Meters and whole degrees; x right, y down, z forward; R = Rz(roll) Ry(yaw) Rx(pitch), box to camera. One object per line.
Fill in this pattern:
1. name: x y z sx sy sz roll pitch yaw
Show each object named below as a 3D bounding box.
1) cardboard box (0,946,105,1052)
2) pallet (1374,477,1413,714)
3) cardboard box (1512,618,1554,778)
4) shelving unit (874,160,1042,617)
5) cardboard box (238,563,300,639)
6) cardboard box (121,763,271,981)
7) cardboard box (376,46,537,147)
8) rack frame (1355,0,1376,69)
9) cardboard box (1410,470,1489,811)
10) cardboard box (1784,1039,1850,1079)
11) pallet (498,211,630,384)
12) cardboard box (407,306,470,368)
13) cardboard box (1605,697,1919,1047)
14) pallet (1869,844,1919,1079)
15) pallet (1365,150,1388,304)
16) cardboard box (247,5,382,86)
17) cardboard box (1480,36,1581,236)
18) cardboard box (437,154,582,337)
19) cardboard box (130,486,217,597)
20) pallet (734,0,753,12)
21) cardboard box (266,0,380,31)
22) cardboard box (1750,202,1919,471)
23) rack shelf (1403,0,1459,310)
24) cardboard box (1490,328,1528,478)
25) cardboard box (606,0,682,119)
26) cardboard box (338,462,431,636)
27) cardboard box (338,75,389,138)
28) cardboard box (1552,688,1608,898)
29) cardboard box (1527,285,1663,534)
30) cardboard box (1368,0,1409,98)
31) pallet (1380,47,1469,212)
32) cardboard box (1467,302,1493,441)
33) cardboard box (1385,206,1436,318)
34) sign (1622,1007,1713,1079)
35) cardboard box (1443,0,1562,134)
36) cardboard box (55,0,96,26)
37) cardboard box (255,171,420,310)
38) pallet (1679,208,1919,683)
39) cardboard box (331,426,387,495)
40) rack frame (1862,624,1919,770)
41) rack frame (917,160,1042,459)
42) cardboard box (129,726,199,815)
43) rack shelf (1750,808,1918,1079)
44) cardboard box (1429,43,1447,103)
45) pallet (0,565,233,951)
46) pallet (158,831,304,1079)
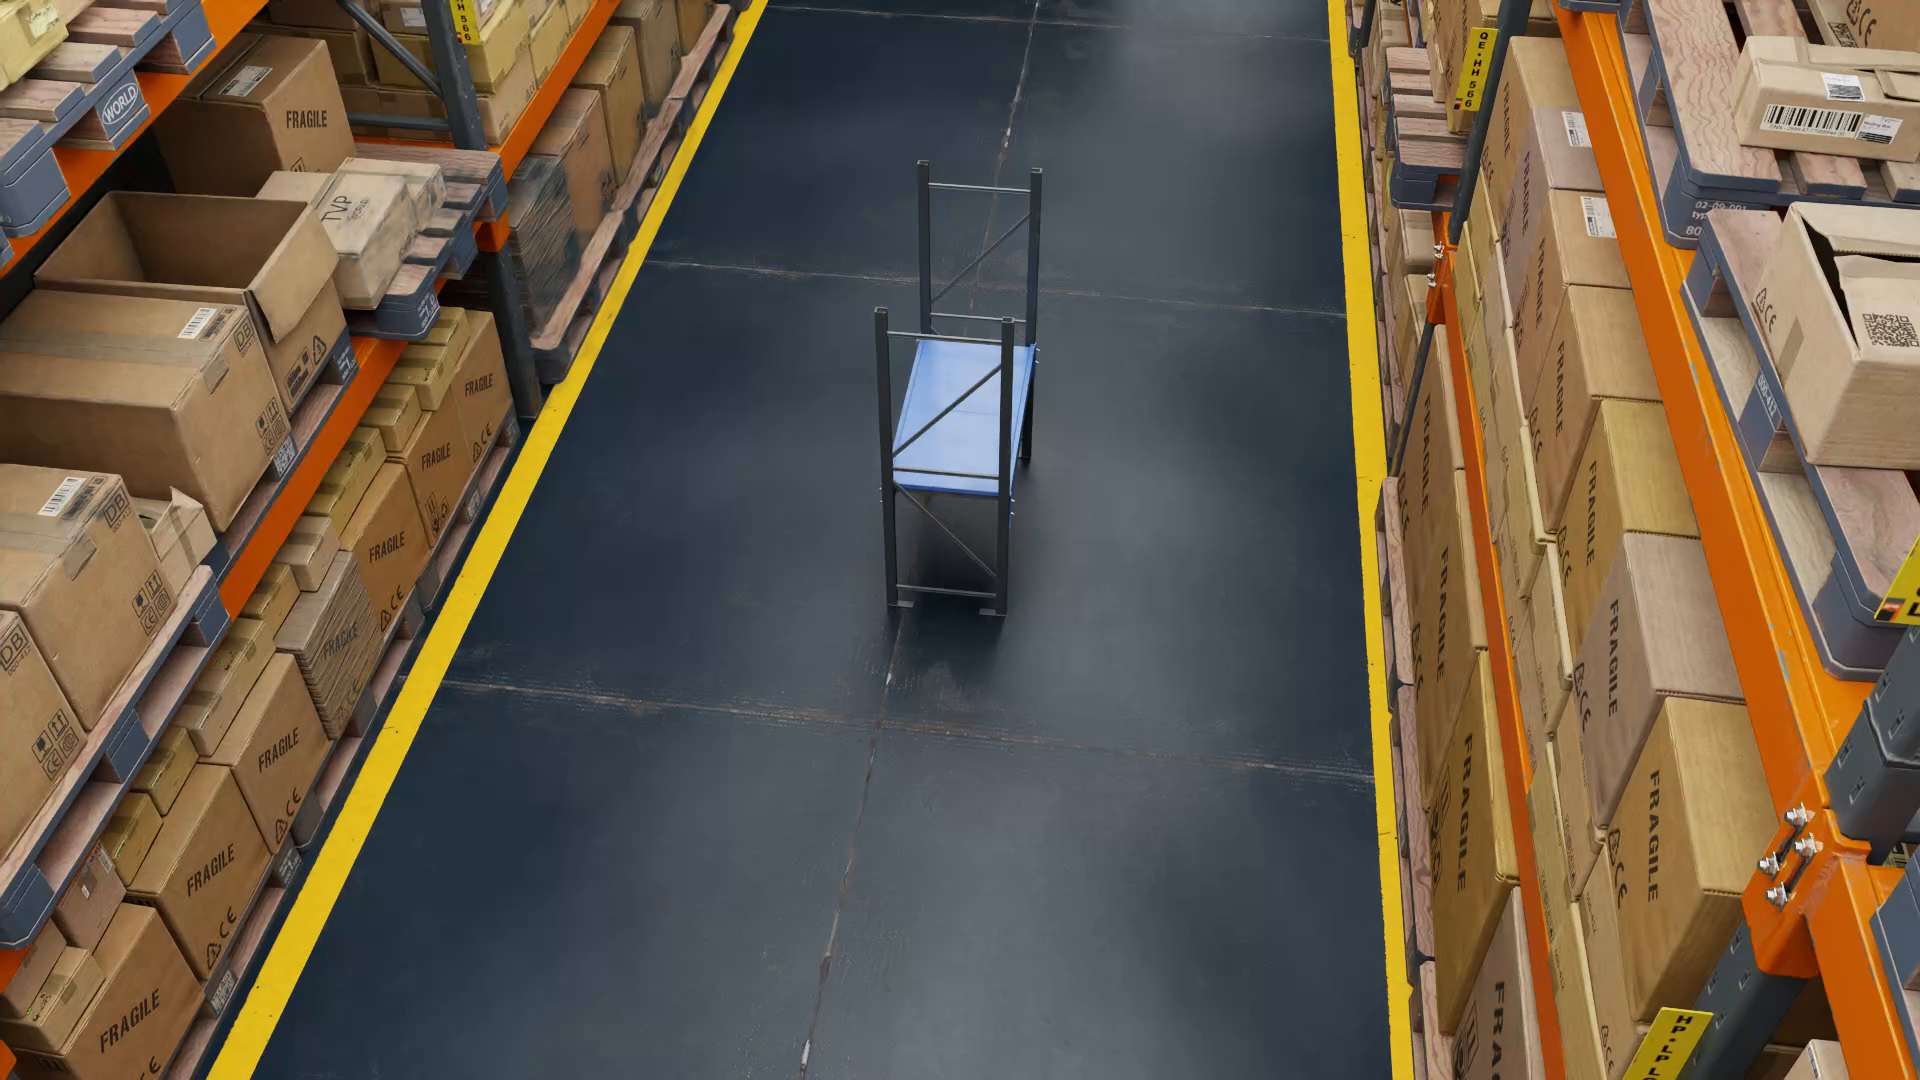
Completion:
1. cardboard box: -2.704 1.286 4.751 0.380 0.149 0.250 7 44 7
2. pallet: 2.255 0.252 6.830 1.003 0.211 1.213 5 44 6
3. cardboard box: 1.869 0.472 4.679 0.500 0.250 0.500 4 44 4
4. shelving unit: 0.011 -0.603 6.796 0.538 1.500 1.048 5 44 6
5. cardboard box: -2.587 0.204 5.894 0.380 0.149 0.250 5 44 6
6. cardboard box: -2.667 1.069 5.452 0.500 0.500 0.500 5 44 5
7. cardboard box: -2.185 -1.965 7.253 0.500 0.250 0.500 5 44 6
8. rack frame: 2.963 -4.017 9.311 1.000 3.000 0.127 5 44 6
9. cardboard box: 2.139 0.399 5.887 0.875 0.875 0.875 6 44 6
10. cardboard box: 1.607 0.992 2.749 0.380 0.149 0.250 5 44 5
11. pallet: -2.339 -1.284 8.453 1.003 0.211 1.213 5 44 6
12. cardboard box: -2.300 -0.860 7.018 0.380 0.149 0.250 3 44 3
13. cardboard box: 1.716 0.709 3.520 0.500 0.500 0.500 7 44 7
14. pallet: 1.787 0.935 1.964 1.003 0.211 1.213 5 44 6
15. pallet: 2.703 -1.640 8.828 1.003 0.211 1.213 5 44 6
16. cardboard box: -2.702 -2.198 7.135 0.500 0.250 0.500 6 44 6
17. cardboard box: 2.127 -1.376 5.722 0.500 0.500 0.500 4 44 4
18. cardboard box: -2.390 -1.453 8.025 0.875 0.625 0.625 7 44 7
19. cardboard box: -2.451 -0.029 4.891 0.396 0.266 0.258 7 44 8
20. pallet: -1.811 -3.991 11.311 1.003 0.211 1.213 5 44 6
21. cardboard box: -2.644 -2.251 6.901 0.380 0.149 0.250 7 44 7
22. cardboard box: 1.814 -0.394 3.062 0.500 0.311 0.500 5 44 6
23. rack shelf: 2.699 -2.393 8.118 1.077 0.370 4.000 5 44 6
24. cardboard box: 1.975 -0.404 5.241 0.500 0.250 0.500 5 44 5
25. cardboard box: -2.126 -2.871 9.522 0.875 0.625 0.625 5 44 5
26. cardboard box: -2.472 0.021 6.559 0.500 0.500 0.500 7 44 7
27. cardboard box: -2.680 -2.015 7.305 0.500 0.250 0.500 4 44 5
28. cardboard box: 1.782 0.644 4.133 0.500 0.250 0.500 6 44 7
29. cardboard box: 1.917 -0.343 4.630 0.500 0.500 0.500 6 44 6
30. cardboard box: 2.896 -2.857 9.692 0.950 0.372 0.625 6 44 6
31. pallet: 2.423 -1.716 7.021 1.213 0.211 1.003 5 44 6
32. cardboard box: 2.070 -0.574 5.784 0.500 0.250 0.500 4 44 4
33. cardboard box: 2.608 -1.377 8.128 0.950 0.372 0.625 4 44 5
34. sign: 1.366 1.001 3.227 0.100 0.325 0.005 5 44 6
35. cardboard box: 2.219 -1.923 6.504 0.500 0.500 0.500 4 44 4
36. cardboard box: -2.404 -1.417 4.188 0.380 0.149 0.250 6 44 6
37. cardboard box: -2.305 -1.089 6.022 0.500 0.250 0.500 3 44 4
38. pallet: 1.978 -0.214 3.252 0.805 0.209 1.217 4 44 4
39. cardboard box: -2.464 -0.320 6.447 0.380 0.149 0.250 6 44 7
40. rack frame: 1.906 -0.743 1.490 1.000 3.000 0.127 5 44 6
41. rack frame: 0.078 -0.949 7.162 0.500 1.500 0.032 5 44 6
42. cardboard box: -2.699 0.726 5.342 0.380 0.149 0.250 5 44 5
43. rack shelf: 1.641 1.970 1.329 1.077 0.370 4.000 5 44 6
44. cardboard box: 2.197 -1.962 7.018 0.380 0.149 0.250 5 44 5
45. pallet: -2.801 0.522 4.657 1.003 0.211 1.213 5 44 6
46. pallet: -2.945 1.442 5.574 1.003 0.211 1.213 5 44 6
